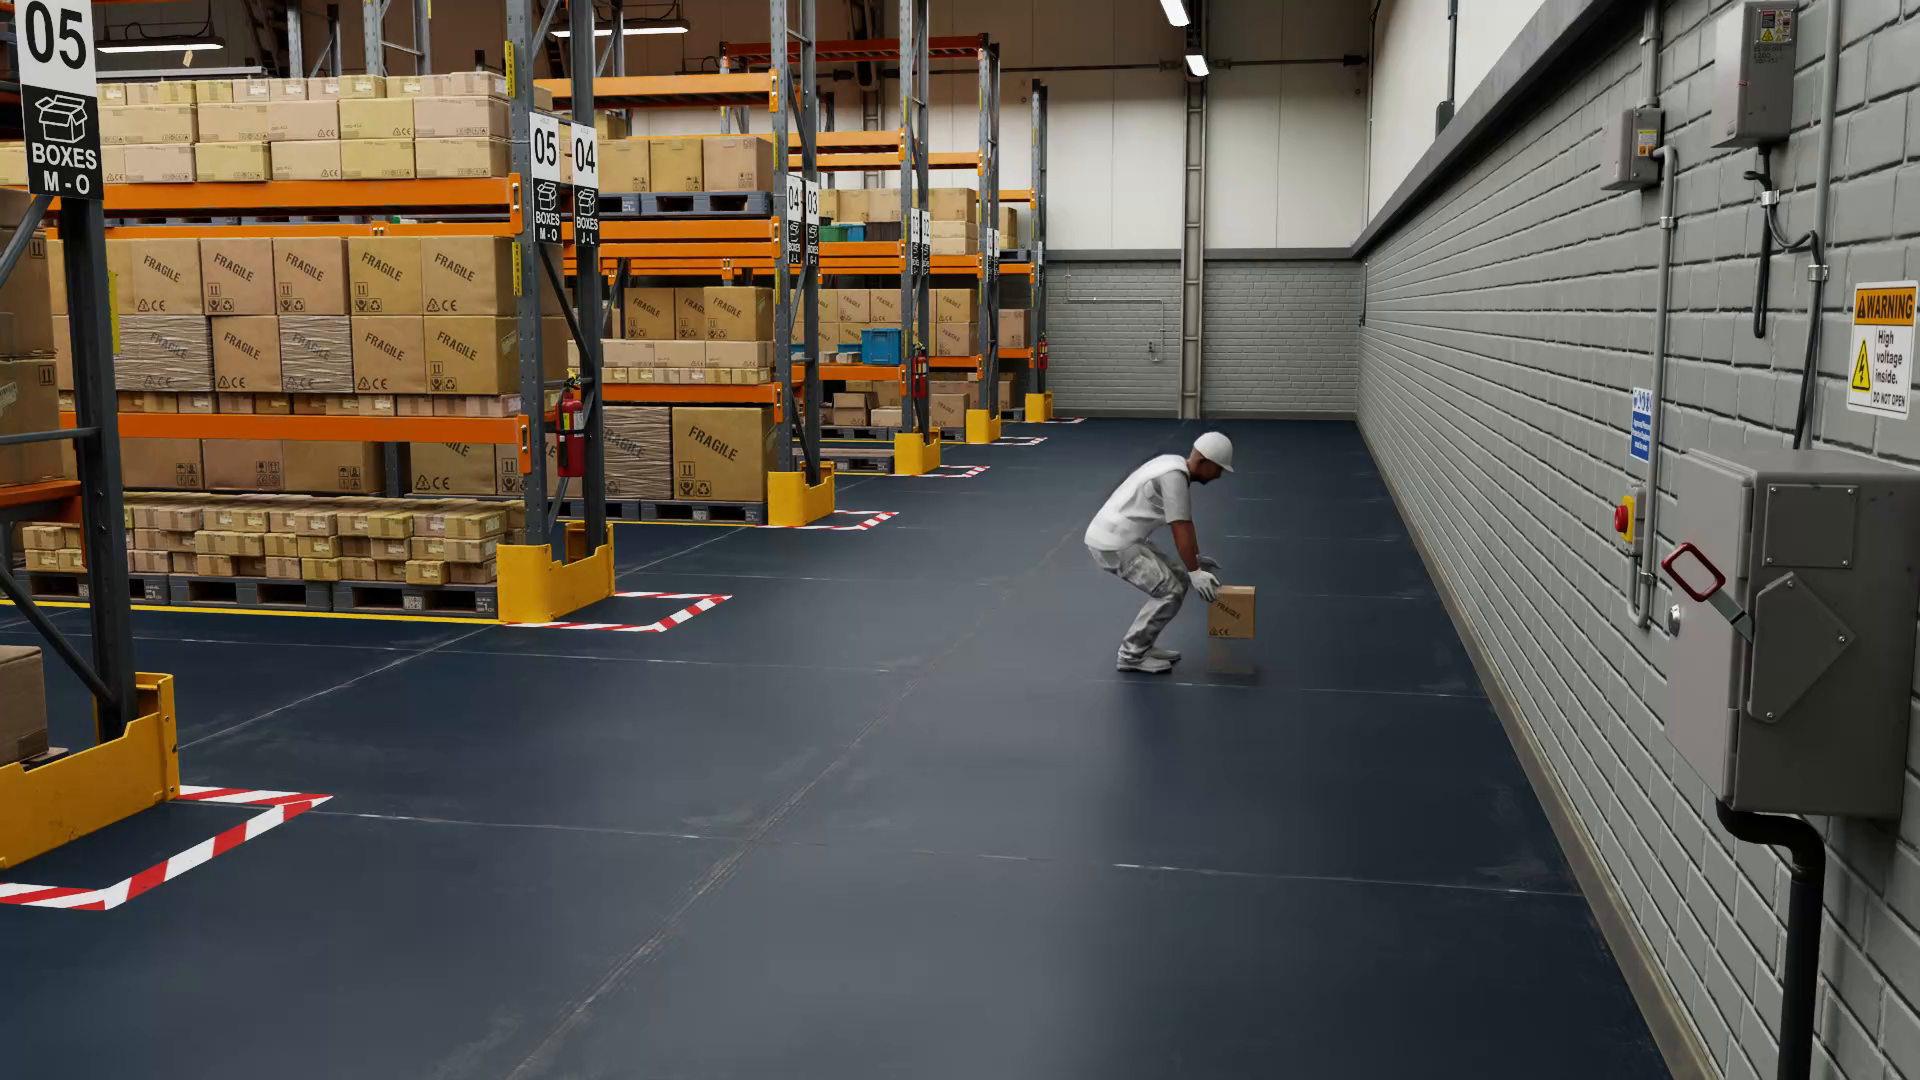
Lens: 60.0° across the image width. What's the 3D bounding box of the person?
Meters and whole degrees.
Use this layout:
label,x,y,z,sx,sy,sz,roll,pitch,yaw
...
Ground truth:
label,x,y,z,sx,sy,sz,roll,pitch,yaw
person,1.111,0.051,9.303,0.813,1.322,0.612,2,8,11
